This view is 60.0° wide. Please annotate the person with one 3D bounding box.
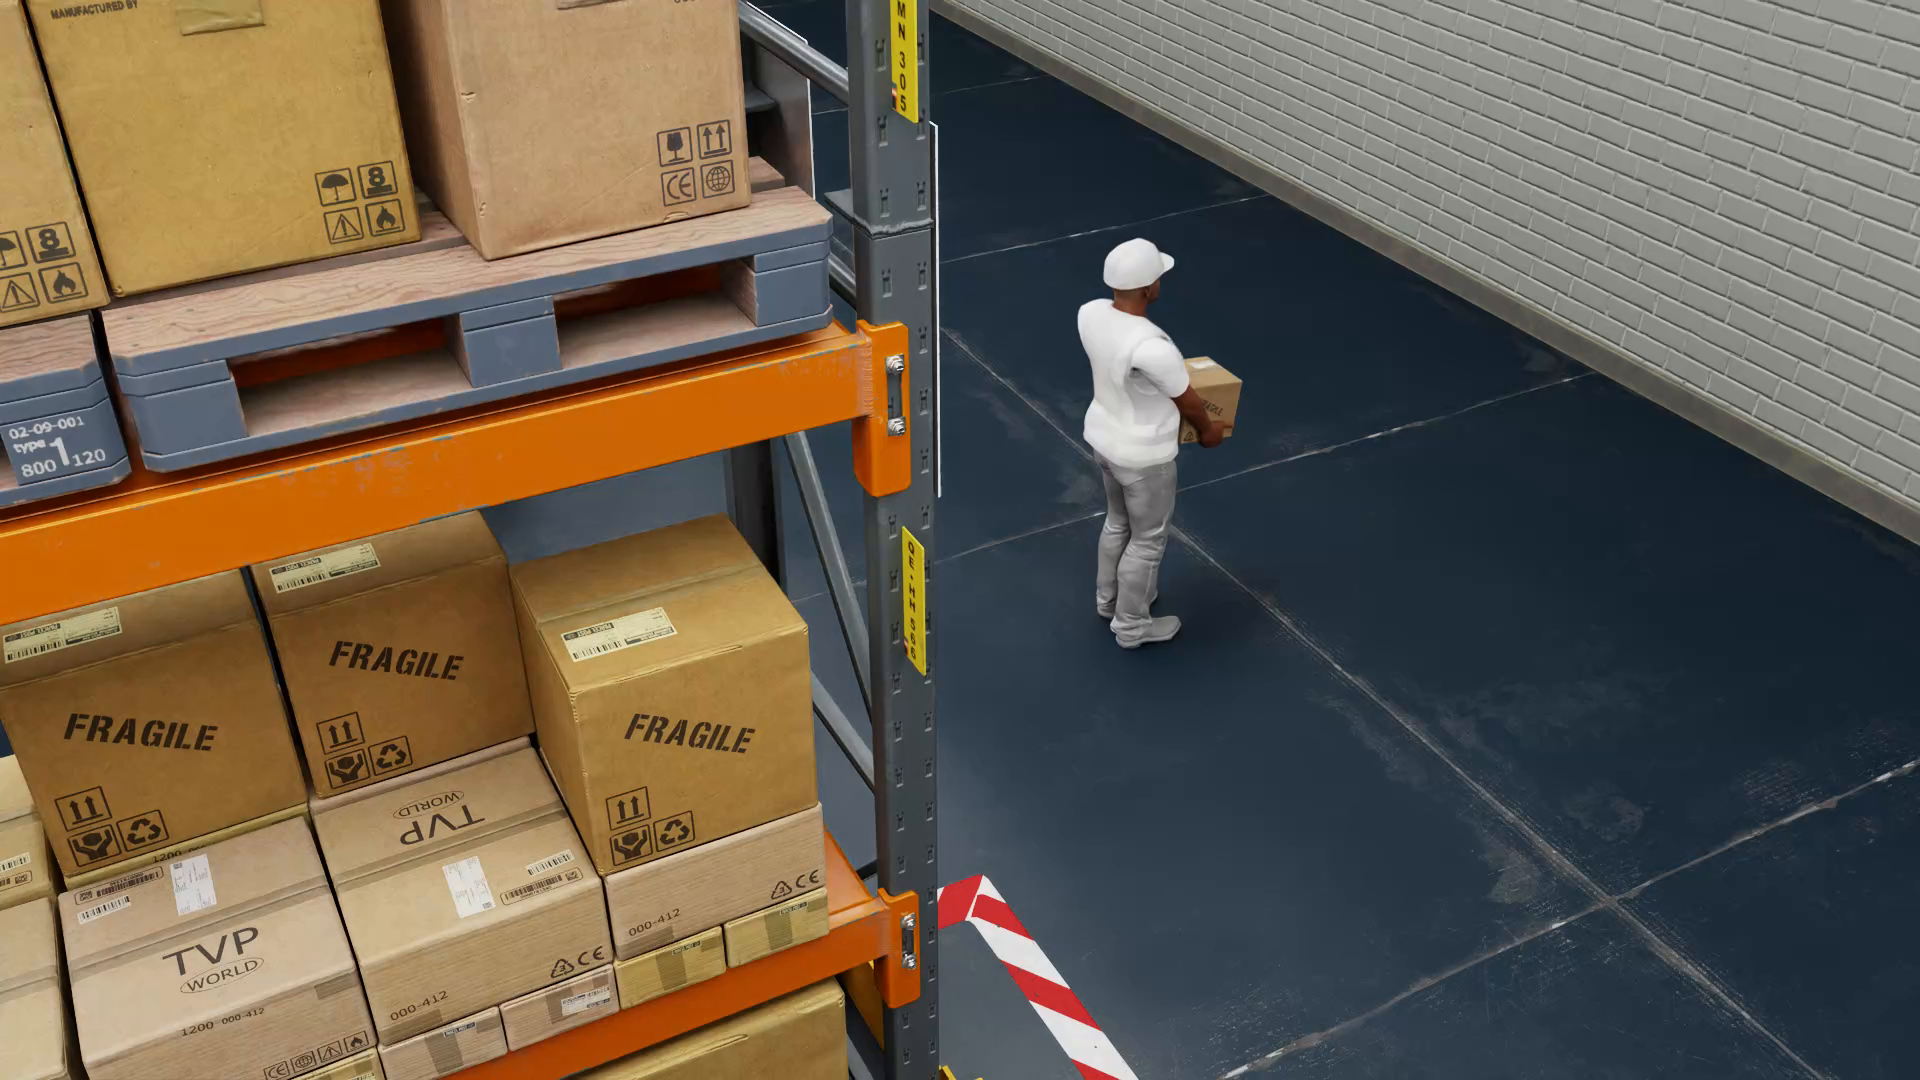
[{"bbox_3d":[0.786,-0.411,6.757,0.575,1.761,0.504,-16,36,-23],"label":"person"}]
